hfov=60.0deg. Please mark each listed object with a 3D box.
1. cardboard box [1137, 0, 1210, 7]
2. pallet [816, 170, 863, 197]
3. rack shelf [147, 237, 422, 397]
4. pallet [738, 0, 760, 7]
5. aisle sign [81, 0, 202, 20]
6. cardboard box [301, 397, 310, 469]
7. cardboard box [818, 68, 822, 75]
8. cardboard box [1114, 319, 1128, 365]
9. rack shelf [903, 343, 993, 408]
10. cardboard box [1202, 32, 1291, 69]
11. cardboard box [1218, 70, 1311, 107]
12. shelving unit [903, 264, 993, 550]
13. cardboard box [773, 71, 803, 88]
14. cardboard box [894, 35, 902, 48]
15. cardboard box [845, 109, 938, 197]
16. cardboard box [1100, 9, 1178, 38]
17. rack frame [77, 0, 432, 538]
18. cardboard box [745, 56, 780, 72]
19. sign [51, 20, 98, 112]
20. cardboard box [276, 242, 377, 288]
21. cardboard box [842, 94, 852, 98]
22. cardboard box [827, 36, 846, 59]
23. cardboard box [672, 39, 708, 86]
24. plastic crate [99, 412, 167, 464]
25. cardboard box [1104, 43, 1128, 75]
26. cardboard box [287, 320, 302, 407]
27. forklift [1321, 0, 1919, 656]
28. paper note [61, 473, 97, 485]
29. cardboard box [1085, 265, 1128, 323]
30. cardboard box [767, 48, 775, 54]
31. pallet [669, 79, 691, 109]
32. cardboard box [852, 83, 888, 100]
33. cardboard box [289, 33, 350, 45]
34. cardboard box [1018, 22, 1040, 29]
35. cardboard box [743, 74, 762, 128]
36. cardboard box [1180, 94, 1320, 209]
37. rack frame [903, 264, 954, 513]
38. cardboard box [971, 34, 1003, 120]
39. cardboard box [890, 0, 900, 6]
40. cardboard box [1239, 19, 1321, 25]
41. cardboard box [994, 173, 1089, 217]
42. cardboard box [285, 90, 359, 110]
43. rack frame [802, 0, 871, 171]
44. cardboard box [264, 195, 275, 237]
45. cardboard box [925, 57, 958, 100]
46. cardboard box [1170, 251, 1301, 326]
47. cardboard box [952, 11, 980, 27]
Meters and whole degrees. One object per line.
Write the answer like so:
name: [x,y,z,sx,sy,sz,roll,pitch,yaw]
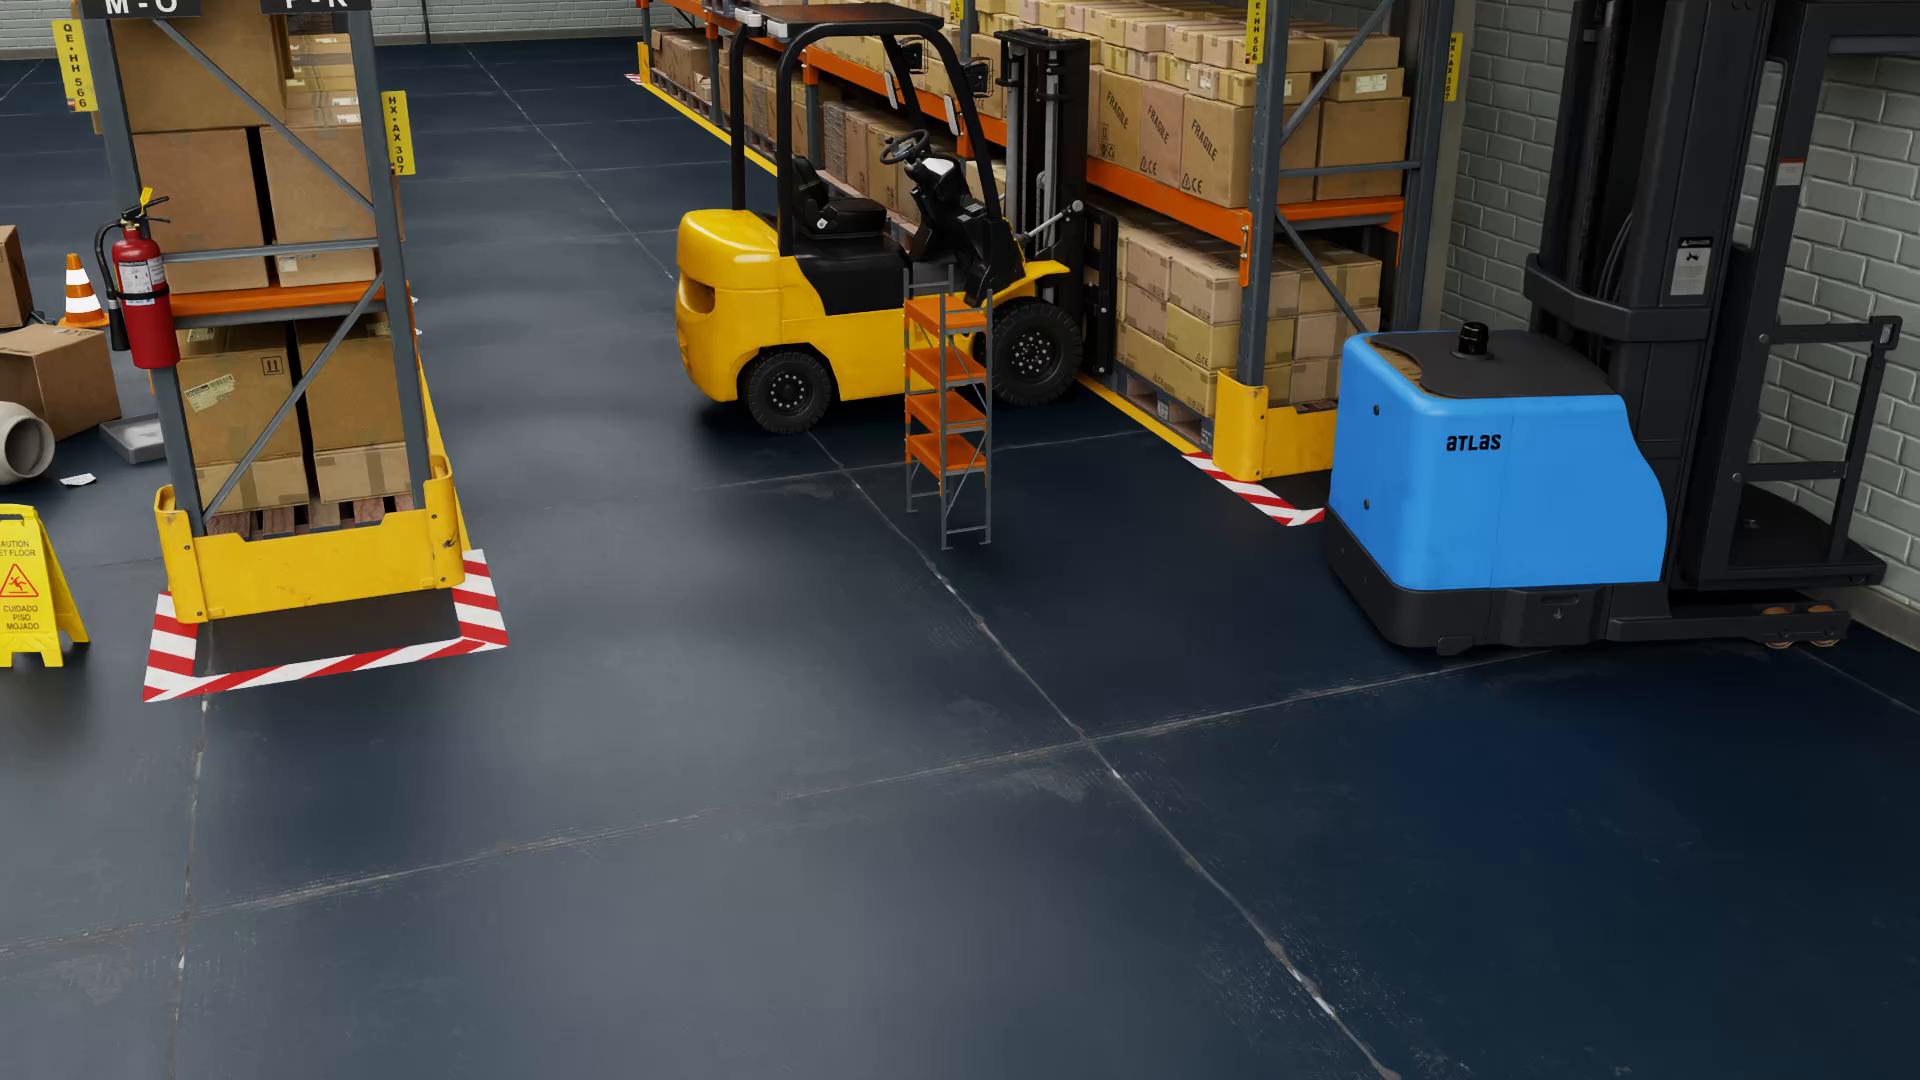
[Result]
cardboard box: [1.304,-3.215,10.168,0.380,0.149,0.250,-9,24,-20]
pallet: [-0.672,-3.141,14.930,1.003,0.211,1.213,-8,24,-19]
rack shelf: [-3.449,-1.536,8.459,1.077,0.370,4.000,-8,24,-19]
pallet: [-1.618,-5.348,16.823,1.003,0.211,1.213,-8,24,-19]
aisle sign: [-2.992,-2.277,5.943,0.394,0.787,0.004,-8,24,-19]
cardboard box: [-3.455,-0.514,8.106,0.500,0.250,0.500,-8,24,-19]
cardboard box: [-1.326,-4.766,17.037,0.380,0.149,0.250,-8,24,-19]
cardboard box: [1.103,-1.242,9.835,0.500,0.250,0.500,-8,24,-18]
rack shelf: [-0.059,-0.757,7.599,0.258,0.148,0.480,-8,24,-19]
cardboard box: [1.460,-2.492,8.454,0.380,0.149,0.250,-8,24,-19]
cardboard box: [1.515,-2.256,8.277,0.380,0.149,0.250,-8,24,-18]
shelving unit: [-0.059,-0.613,7.660,0.258,1.200,0.503,-8,24,-19]
cardboard box: [-1.654,-4.605,16.656,0.380,0.149,0.250,-9,24,-20]
cardboard box: [-0.290,-3.954,12.818,0.500,0.250,0.500,-8,24,-18]
cardboard box: [-0.481,-3.365,14.388,0.875,0.625,0.625,-8,24,-17]
cardboard box: [1.029,-2.963,9.572,0.380,0.149,0.250,-8,24,-18]
rack frame: [-2.743,-1.141,6.595,1.000,3.000,0.127,-8,24,-19]
cardboard box: [-2.081,-5.078,17.778,0.380,0.149,0.250,-9,24,-20]
sign: [-3.269,-1.751,6.146,0.100,0.325,0.005,-8,24,-19]
cardboard box: [-2.669,-1.177,7.004,0.380,0.149,0.250,-8,24,-19]
cardboard box: [-0.968,-4.145,16.399,0.500,0.500,0.500,-8,24,-19]
cardboard box: [-0.825,-4.283,14.243,0.500,0.250,0.500,-9,24,-20]
cardboard box: [-3.266,-5.922,20.615,0.500,0.500,0.500,-8,24,-18]
plastic crate: [-4.368,-0.566,8.990,0.402,0.080,0.583,-18,29,-37]
cardboard box: [1.039,-2.719,9.374,0.380,0.149,0.250,-8,24,-19]
cardboard box: [-3.457,-0.858,7.957,0.500,0.500,0.500,-7,24,-17]
forklift: [3.161,-1.114,6.620,3.031,2.935,1.130,-2,23,-5]
paper note: [-4.479,-0.311,8.450,0.142,0.019,0.148,-18,29,-37]
cardboard box: [1.066,-1.483,9.762,0.500,0.250,0.500,-9,24,-20]
cardboard box: [-1.940,-5.430,18.614,0.380,0.149,0.250,-9,25,-21]
pallet: [-3.016,-5.592,20.747,1.003,0.211,1.213,-8,24,-19]
cardboard box: [-0.819,-4.303,15.940,0.380,0.149,0.250,-7,24,-16]
cardboard box: [-3.766,-2.650,9.664,0.500,0.500,0.500,-9,24,-20]
cardboard box: [0.582,-3.185,10.482,0.380,0.149,0.250,-8,24,-18]
cardboard box: [-2.010,-4.645,17.585,0.500,0.500,0.500,-9,25,-21]
cardboard box: [1.480,-2.012,8.534,0.500,0.500,0.500,-9,24,-20]
rack frame: [-0.145,-0.702,7.870,0.240,1.200,0.015,-8,24,-19]
cardboard box: [0.399,-3.126,11.176,0.500,0.500,0.500,-9,24,-20]
cardboard box: [-0.321,-4.176,12.831,0.380,0.149,0.250,-8,24,-19]
cardboard box: [1.740,-2.743,9.048,0.380,0.149,0.250,-8,24,-19]
cardboard box: [0.535,-2.258,10.958,0.500,0.250,0.500,-8,24,-19]
cardboard box: [-2.836,-1.722,7.462,0.500,0.500,0.500,-8,24,-17]
rack frame: [-0.926,-4.730,15.111,1.000,3.000,0.127,-8,24,-19]
cardboard box: [-3.417,-1.507,7.786,0.380,0.149,0.250,-8,24,-18]
cardboard box: [0.064,-3.355,12.041,0.500,0.250,0.500,-8,24,-18]
cardboard box: [1.445,-1.335,8.768,0.500,0.250,0.500,-8,24,-17]
cardboard box: [0.158,-3.716,11.739,0.380,0.149,0.250,-7,24,-17]
